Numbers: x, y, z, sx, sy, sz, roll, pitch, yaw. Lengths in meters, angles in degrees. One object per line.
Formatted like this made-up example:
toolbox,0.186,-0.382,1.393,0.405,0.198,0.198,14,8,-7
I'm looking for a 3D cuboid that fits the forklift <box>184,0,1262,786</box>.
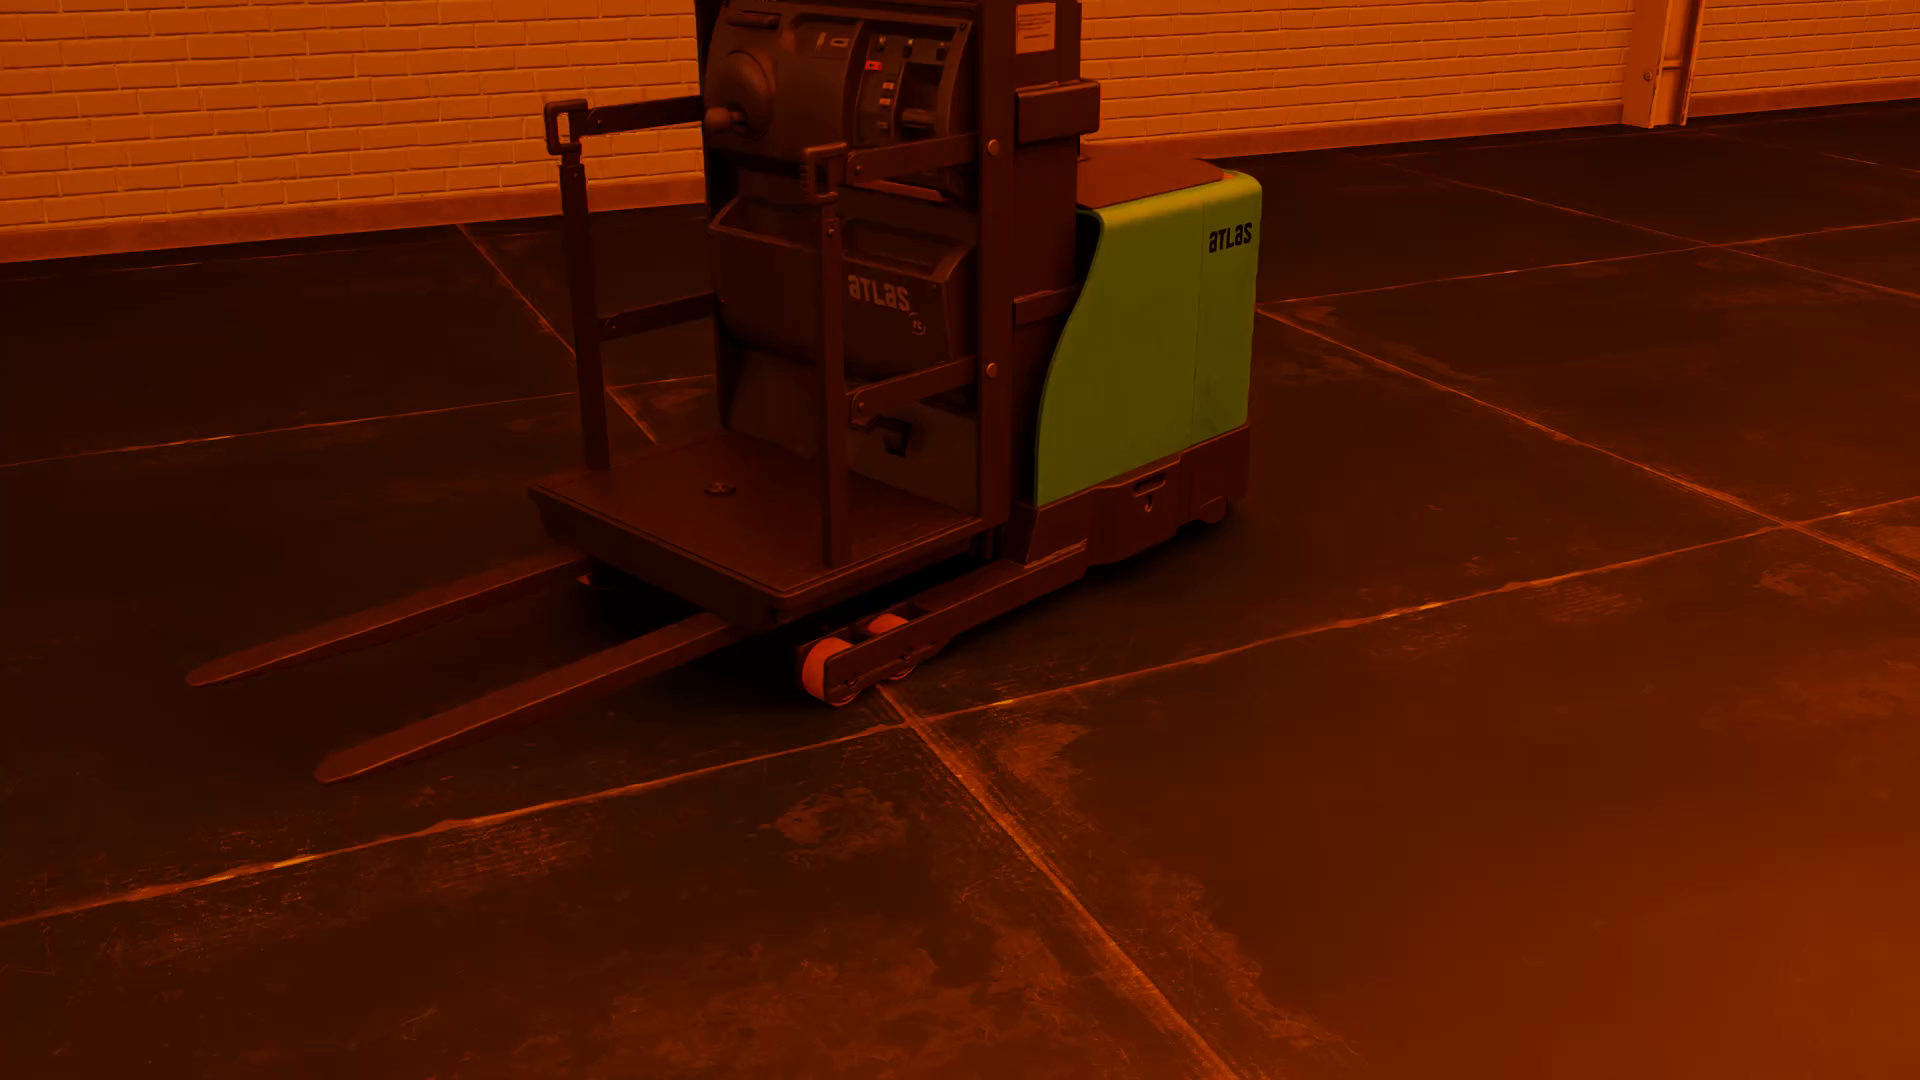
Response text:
forklift,-0.473,-1.164,4.089,1.130,2.935,3.031,20,30,40
